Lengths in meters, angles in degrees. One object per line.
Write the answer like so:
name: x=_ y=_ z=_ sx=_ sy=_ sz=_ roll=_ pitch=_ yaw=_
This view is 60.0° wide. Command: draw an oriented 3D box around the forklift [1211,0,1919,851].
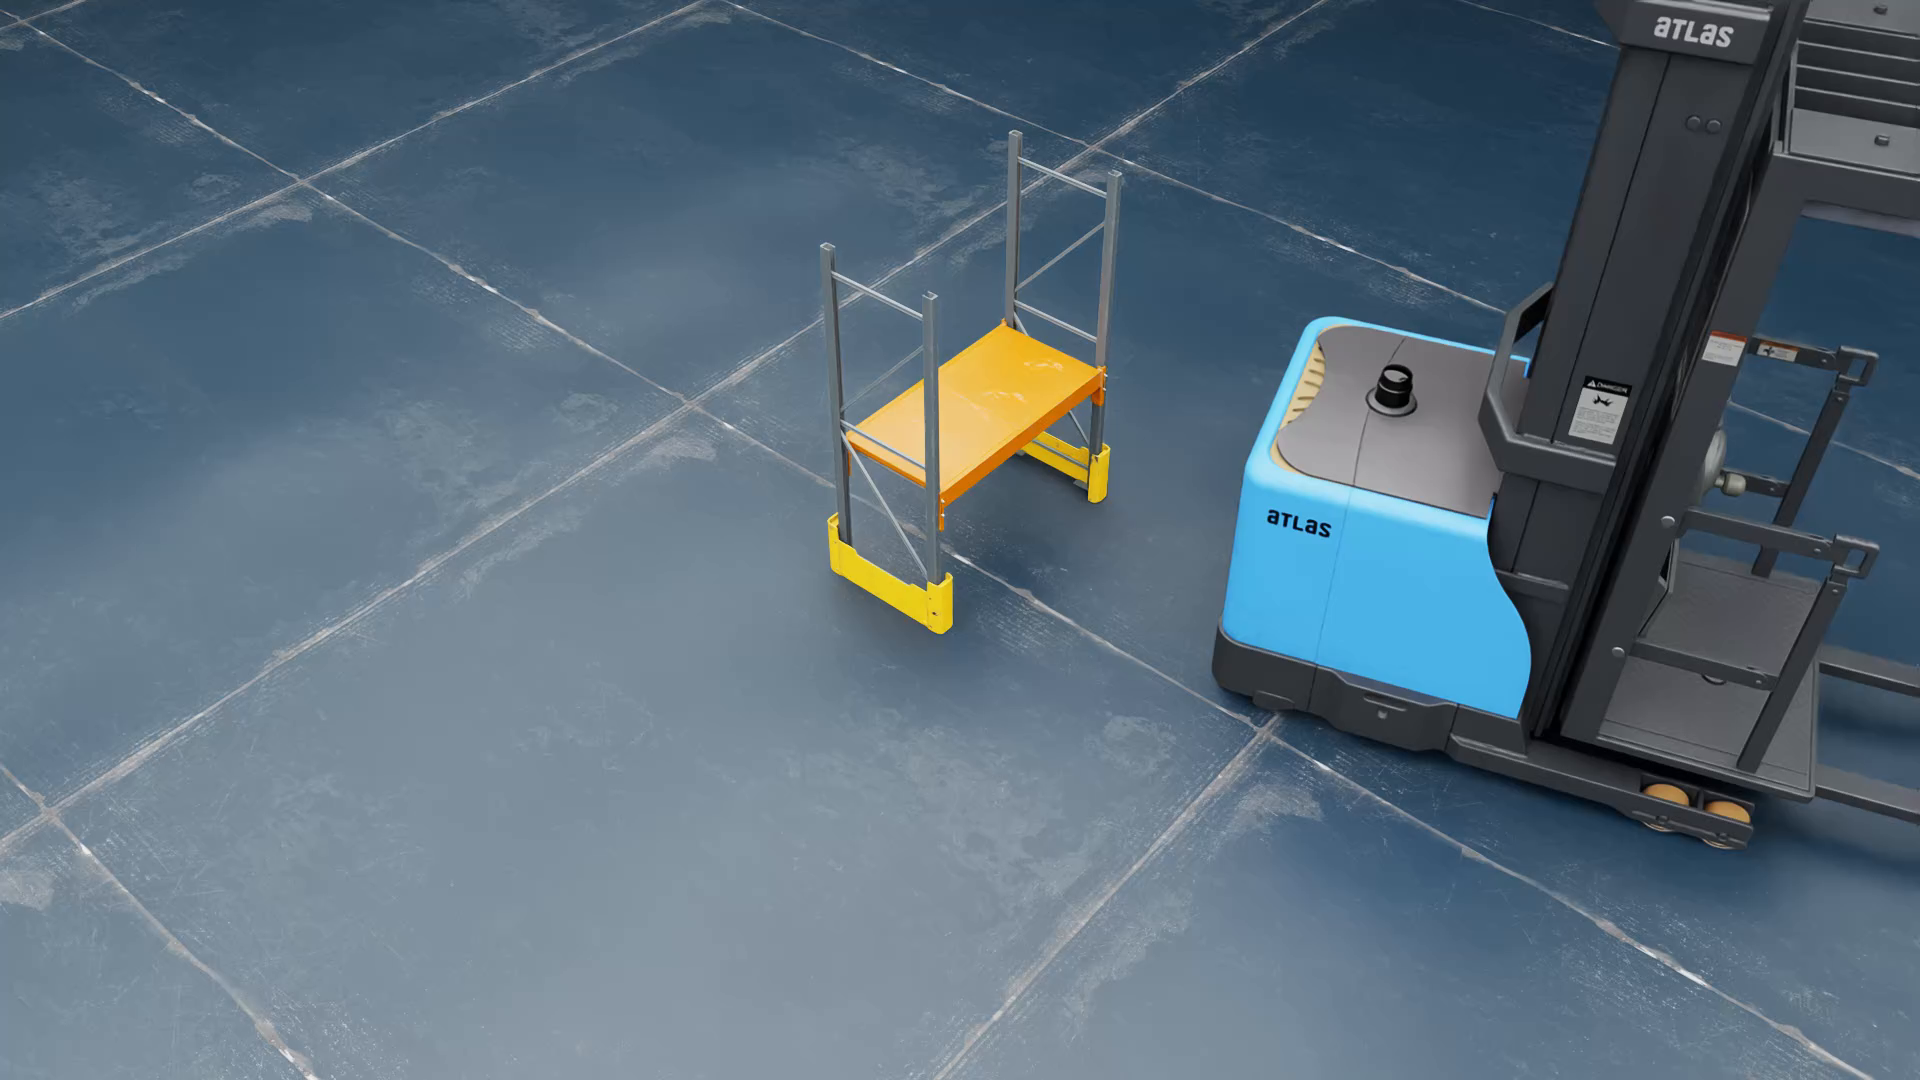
forklift: x=2.493 y=-0.452 z=5.069 sx=3.031 sy=2.935 sz=1.130 roll=15 pitch=44 yaw=16

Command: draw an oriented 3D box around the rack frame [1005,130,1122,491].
rack frame: x=0.382 y=-0.861 z=6.582 sx=0.500 sy=1.500 sz=0.032 roll=29 pitch=50 yaw=28

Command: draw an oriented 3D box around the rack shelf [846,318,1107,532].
rack shelf: x=0.055 y=-0.466 z=6.415 sx=0.538 sy=0.185 sz=1.000 roll=29 pitch=50 yaw=28

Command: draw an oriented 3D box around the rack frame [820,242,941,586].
rack frame: x=-0.272 y=-0.337 z=6.006 sx=0.500 sy=1.500 sz=0.032 roll=29 pitch=50 yaw=28

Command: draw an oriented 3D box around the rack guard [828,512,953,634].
rack guard: x=-0.271 y=0.125 z=6.427 sx=0.587 sy=0.250 sz=0.087 roll=29 pitch=50 yaw=28

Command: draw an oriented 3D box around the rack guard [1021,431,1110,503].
rack guard: x=0.370 y=-0.388 z=6.991 sx=0.587 sy=0.250 sz=0.087 roll=29 pitch=50 yaw=28

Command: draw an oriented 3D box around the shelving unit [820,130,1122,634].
shelving unit: x=0.049 y=-0.594 z=6.289 sx=0.587 sy=1.500 sz=1.083 roll=29 pitch=50 yaw=28
